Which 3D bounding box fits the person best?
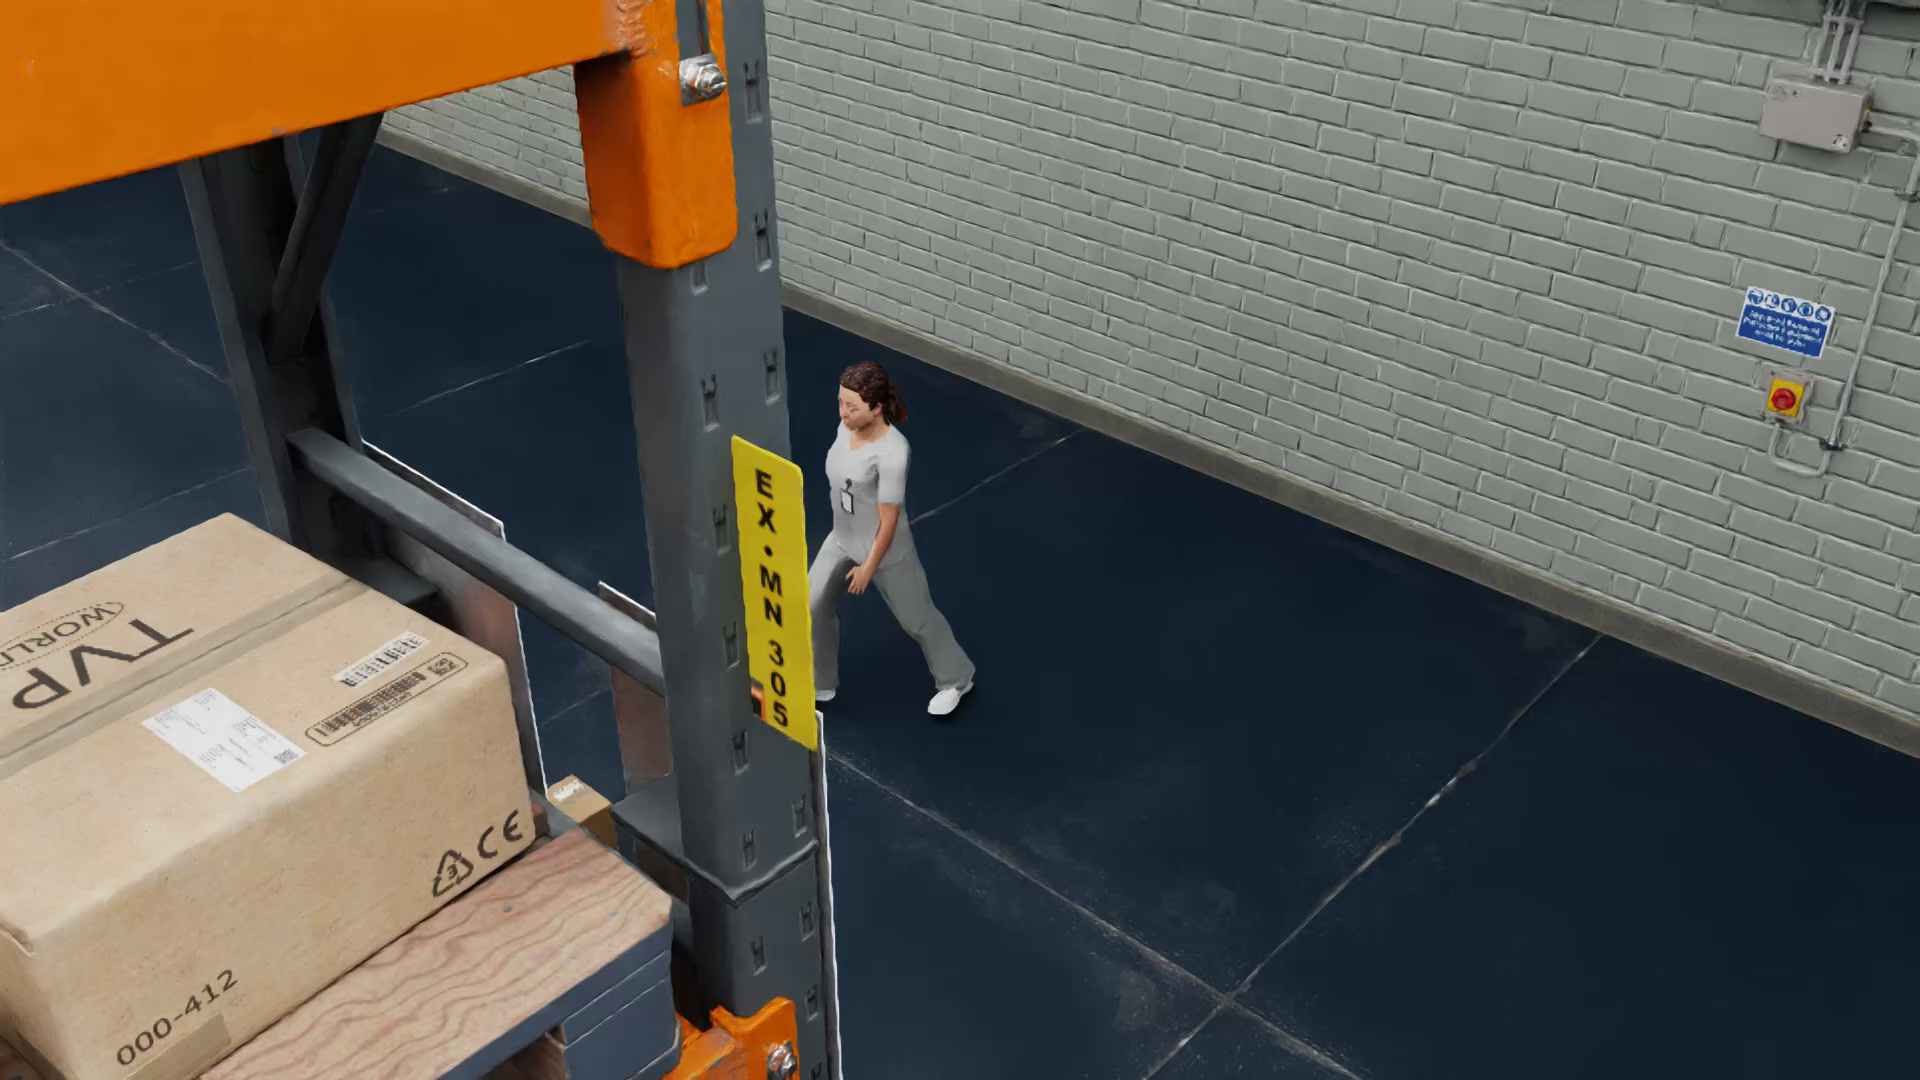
[{"bbox_3d":[-0.348,0.005,6.651,0.788,1.632,0.534,-22,38,-32],"label":"person"}]
